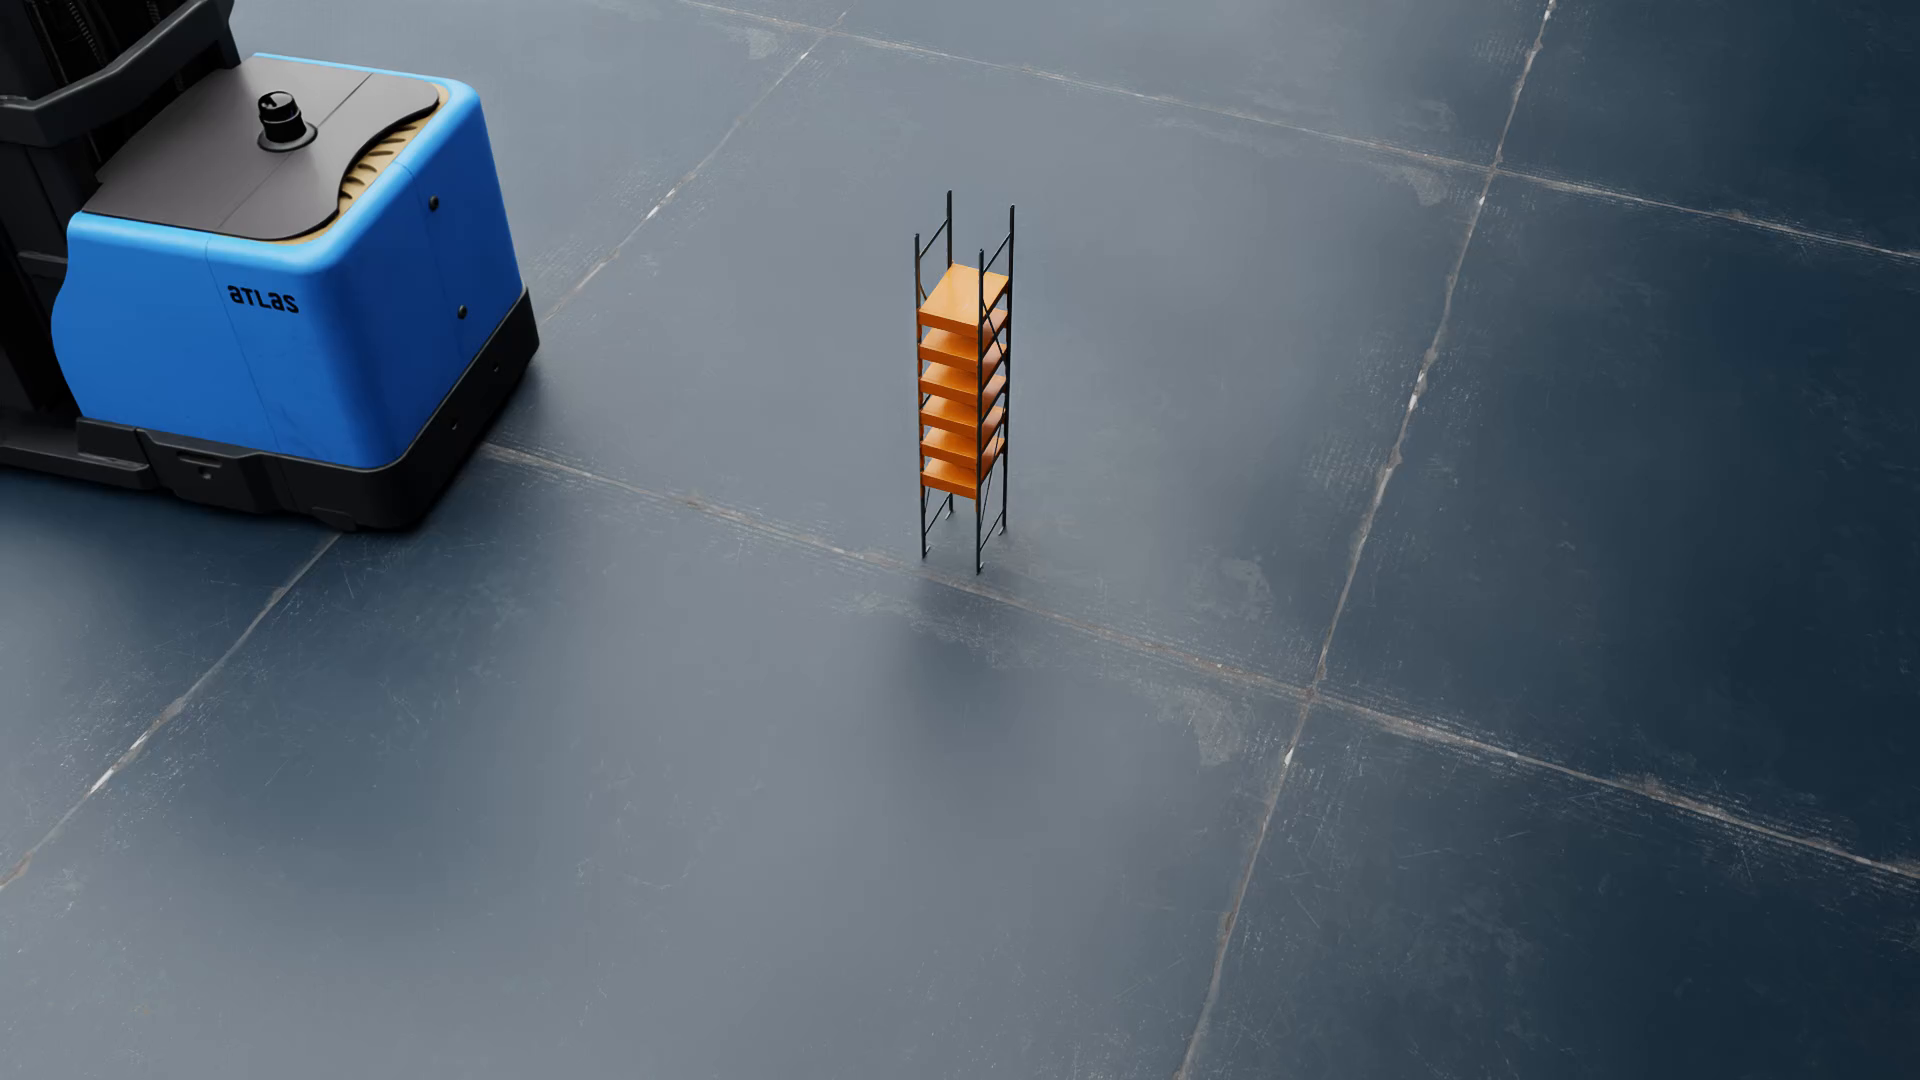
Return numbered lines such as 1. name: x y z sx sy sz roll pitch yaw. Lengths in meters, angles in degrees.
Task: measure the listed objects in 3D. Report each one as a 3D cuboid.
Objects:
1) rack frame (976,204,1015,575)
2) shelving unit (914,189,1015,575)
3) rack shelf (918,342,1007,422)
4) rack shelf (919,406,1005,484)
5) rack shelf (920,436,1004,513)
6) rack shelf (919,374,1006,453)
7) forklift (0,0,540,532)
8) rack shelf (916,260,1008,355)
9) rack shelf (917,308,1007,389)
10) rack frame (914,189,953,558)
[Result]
1. rack frame: 0.098 -0.397 4.798 0.006 1.200 0.240 16 47 16
2. shelving unit: 0.013 -0.421 4.823 0.189 1.200 0.258 16 47 16
3. rack shelf: 0.013 -0.475 4.770 0.180 0.103 0.258 16 47 16
4. rack shelf: 0.013 -0.305 4.939 0.180 0.103 0.258 16 47 16
5. rack shelf: 0.013 -0.220 5.023 0.180 0.103 0.258 16 47 16
6. rack shelf: 0.013 -0.390 4.854 0.180 0.103 0.258 16 47 16
7. forklift: -3.050 -1.632 4.812 3.031 2.935 1.130 10 46 10
8. rack shelf: 0.013 -0.645 4.600 0.180 0.103 0.258 16 47 16
9. rack shelf: 0.013 -0.560 4.685 0.180 0.103 0.258 16 47 16
10. rack frame: -0.071 -0.446 4.848 0.006 1.200 0.240 16 47 16
